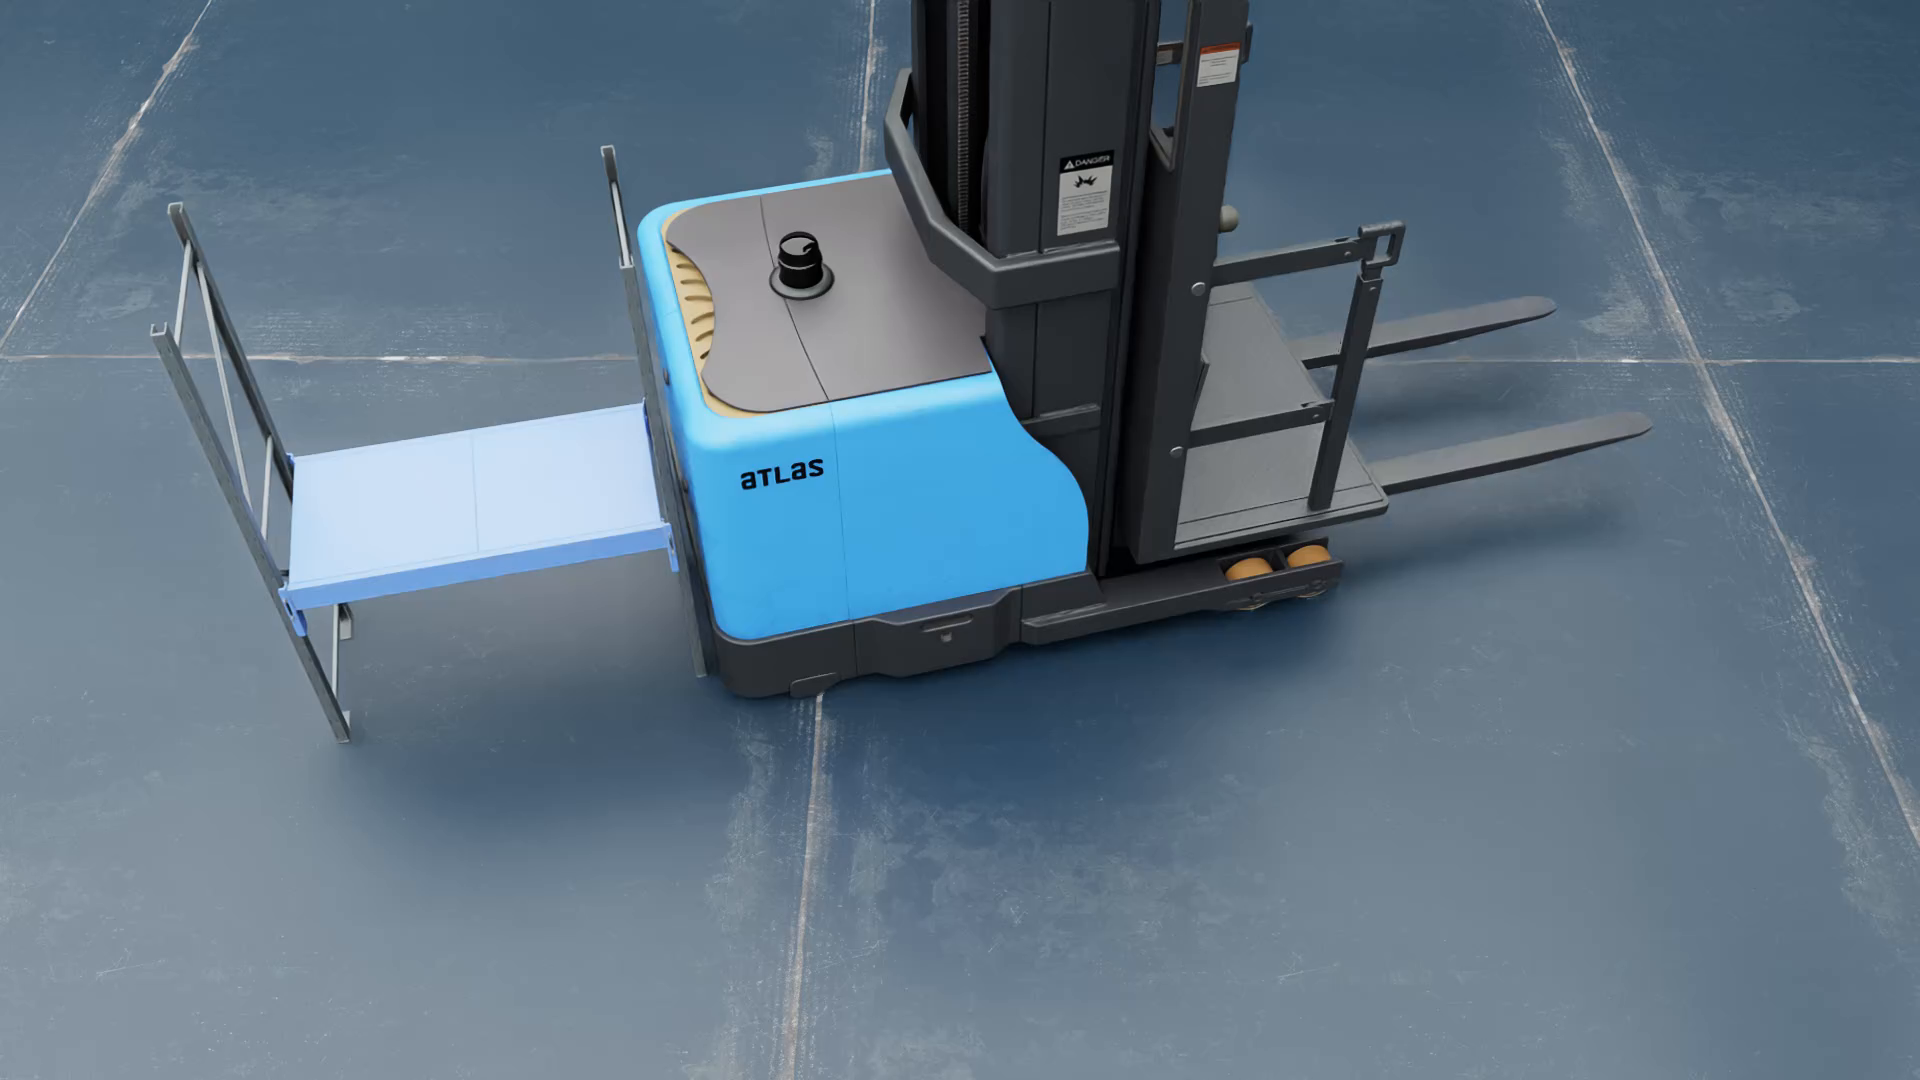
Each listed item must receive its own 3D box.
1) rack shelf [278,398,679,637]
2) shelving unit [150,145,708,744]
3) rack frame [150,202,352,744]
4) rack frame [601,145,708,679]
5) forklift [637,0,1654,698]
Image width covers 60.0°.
[{"bbox_3d":[-1.308,-0.076,4.542,1.000,0.185,0.538,-10,48,-9],"label":"rack shelf"},{"bbox_3d":[-1.308,-0.199,4.410,1.048,1.500,0.538,-10,48,-9],"label":"shelving unit"},{"bbox_3d":[-1.803,-0.112,4.330,0.032,1.500,0.500,-10,48,-9],"label":"rack frame"},{"bbox_3d":[-0.814,-0.285,4.491,0.032,1.500,0.500,-10,48,-9],"label":"rack frame"},{"bbox_3d":[0.659,-1.148,4.316,3.031,2.935,1.130,-11,48,-10],"label":"forklift"}]
